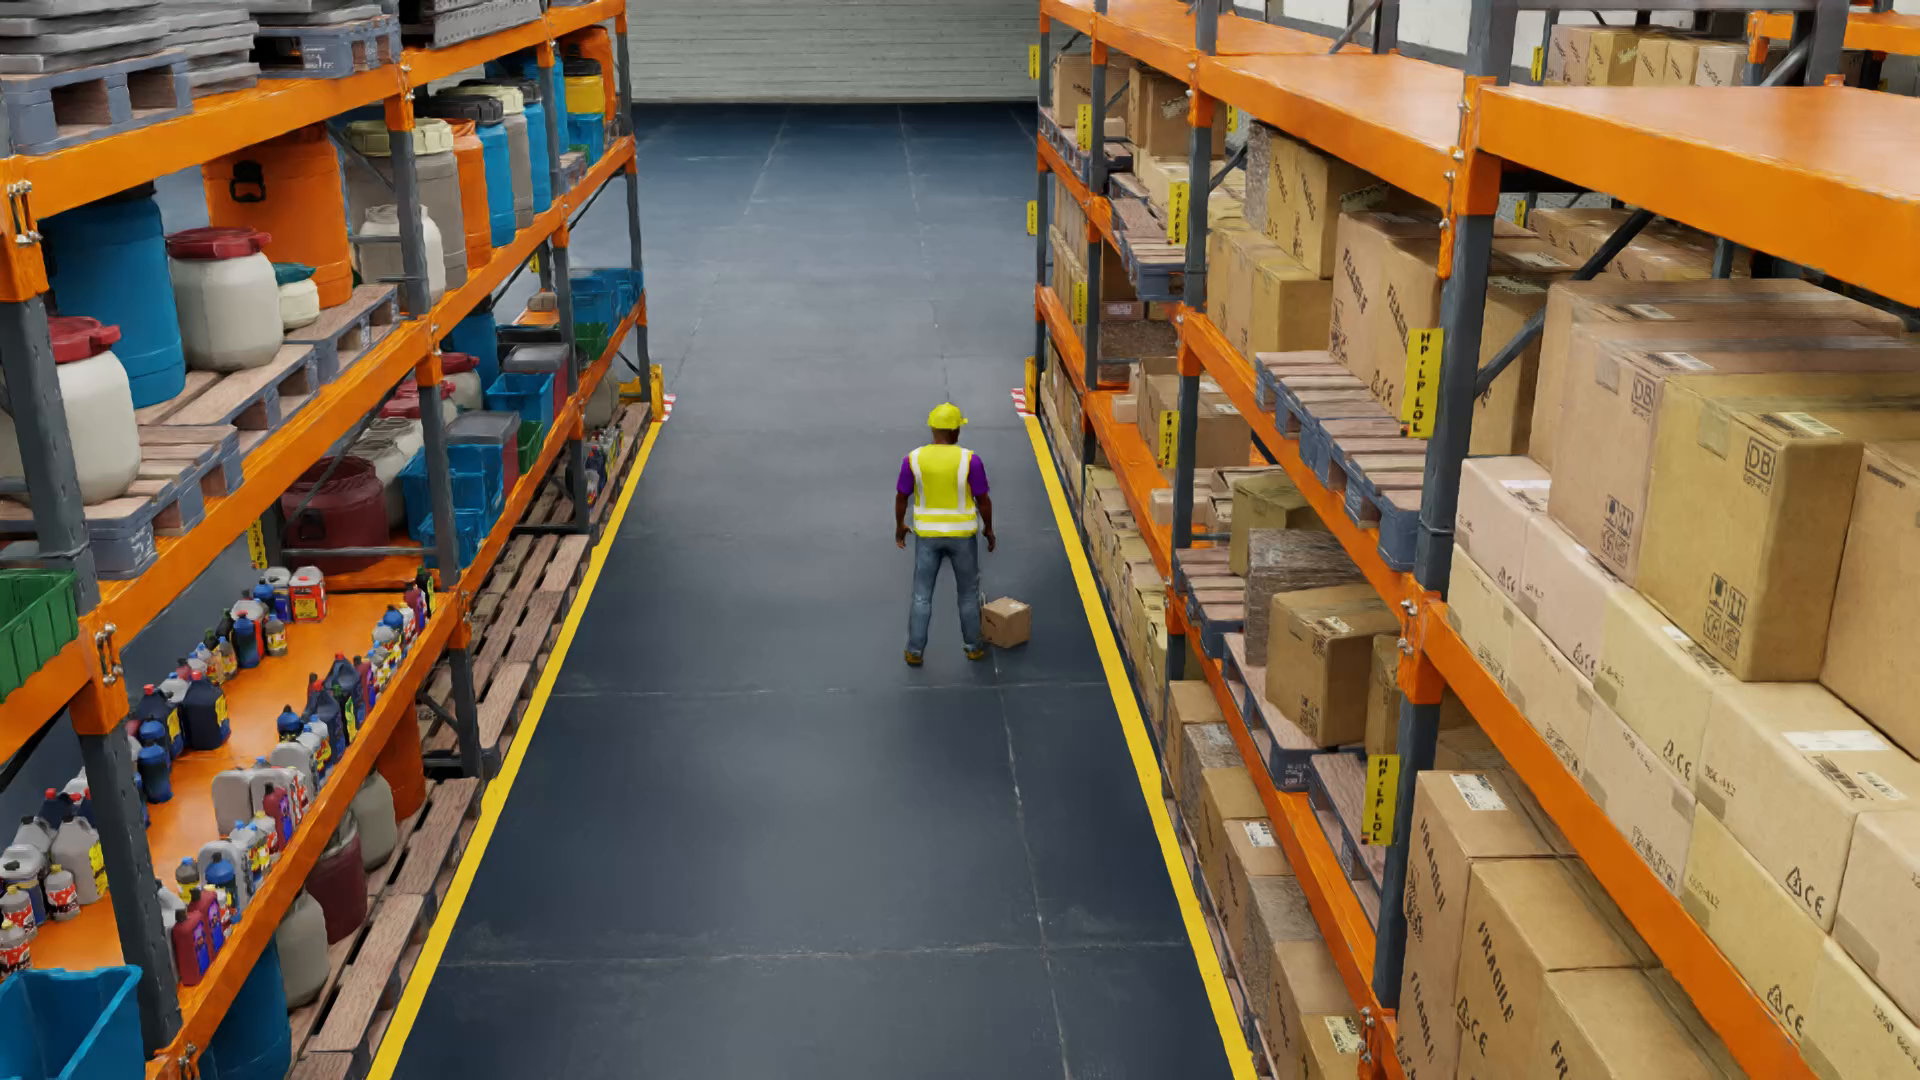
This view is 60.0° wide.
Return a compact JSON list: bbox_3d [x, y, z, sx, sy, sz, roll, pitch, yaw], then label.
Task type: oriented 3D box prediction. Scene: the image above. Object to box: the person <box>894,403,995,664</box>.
[{"bbox_3d":[-0.106,-0.039,11.131,0.683,1.771,0.444,2,20,4],"label":"person"}]
